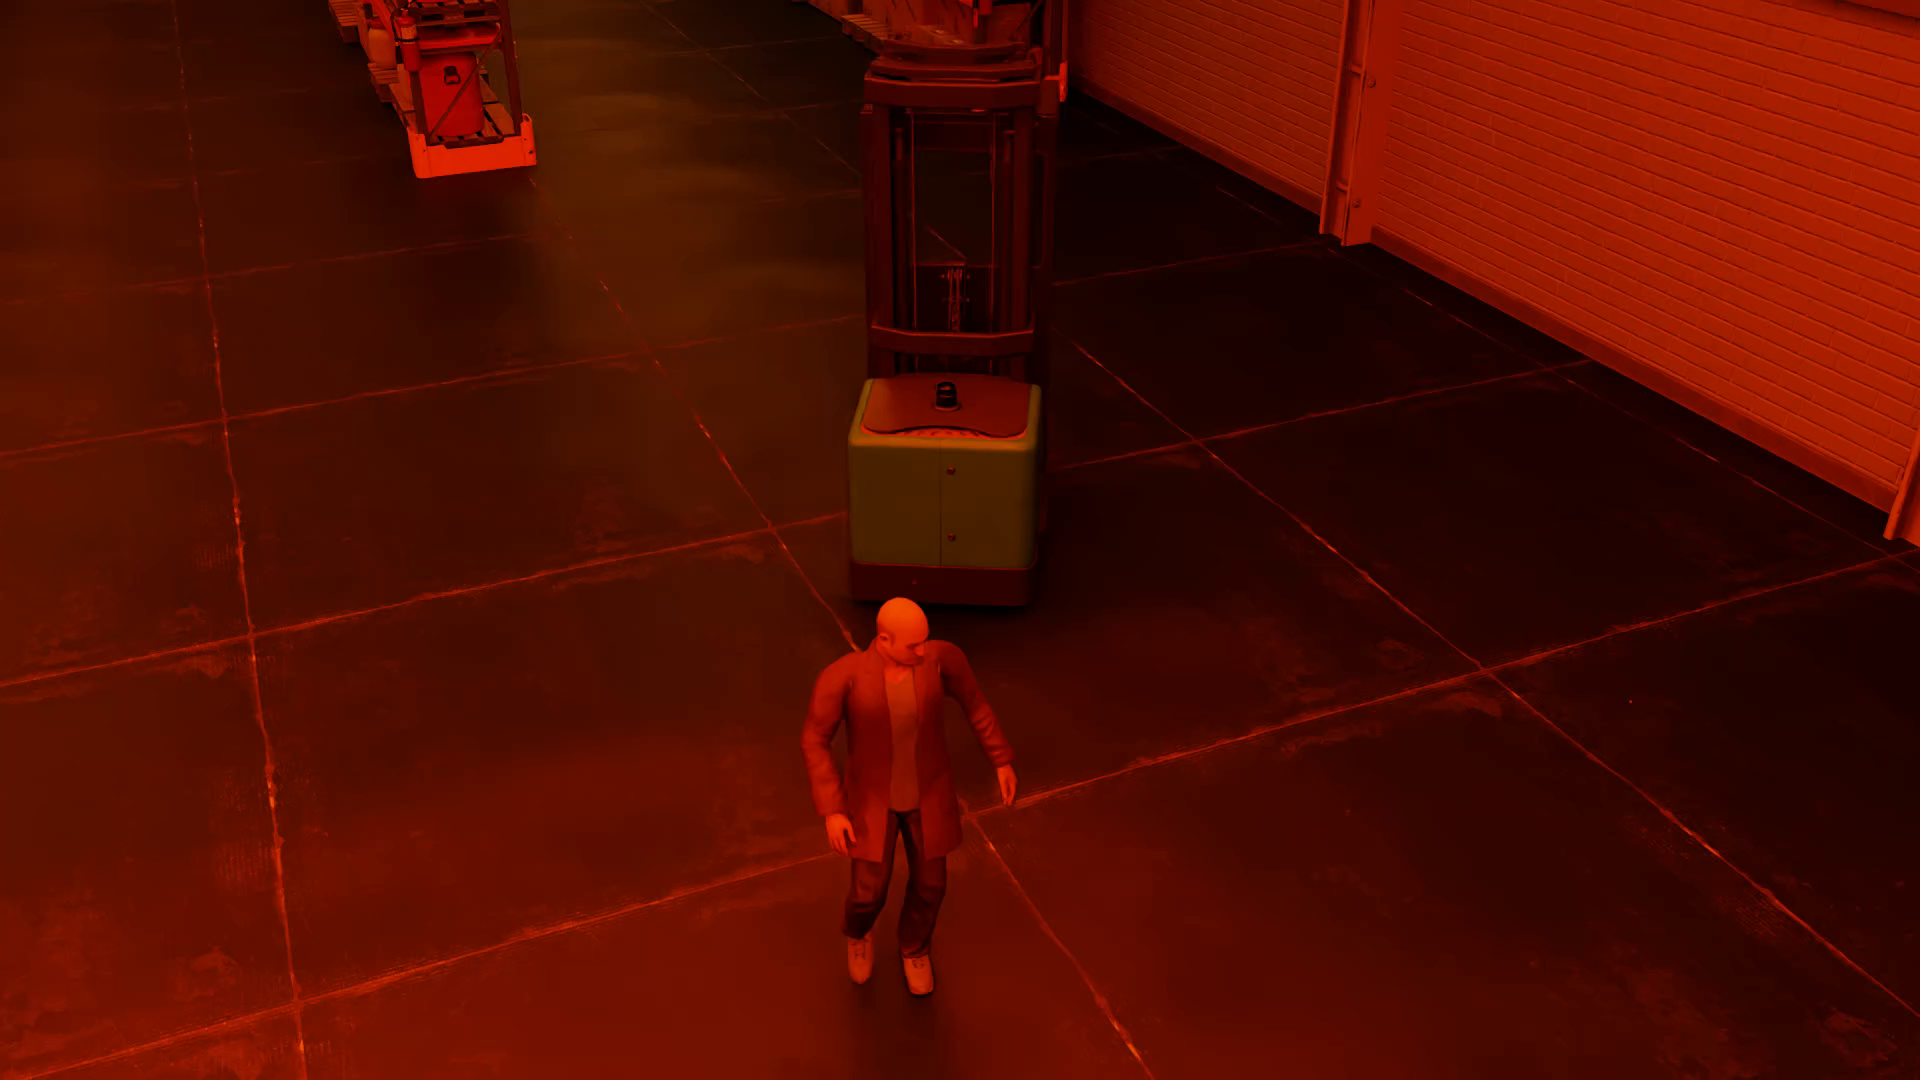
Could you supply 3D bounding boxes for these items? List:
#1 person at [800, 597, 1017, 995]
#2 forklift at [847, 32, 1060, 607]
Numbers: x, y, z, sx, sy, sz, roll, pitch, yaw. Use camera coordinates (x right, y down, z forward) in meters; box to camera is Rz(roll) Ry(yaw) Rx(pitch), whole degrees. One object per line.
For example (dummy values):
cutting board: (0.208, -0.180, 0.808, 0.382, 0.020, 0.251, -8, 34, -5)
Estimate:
person: (-0.190, 1.016, 6.559, 0.850, 1.766, 0.498, -6, 30, -10)
forklift: (0.011, -1.603, 9.923, 1.130, 2.935, 3.031, 2, 30, 4)
